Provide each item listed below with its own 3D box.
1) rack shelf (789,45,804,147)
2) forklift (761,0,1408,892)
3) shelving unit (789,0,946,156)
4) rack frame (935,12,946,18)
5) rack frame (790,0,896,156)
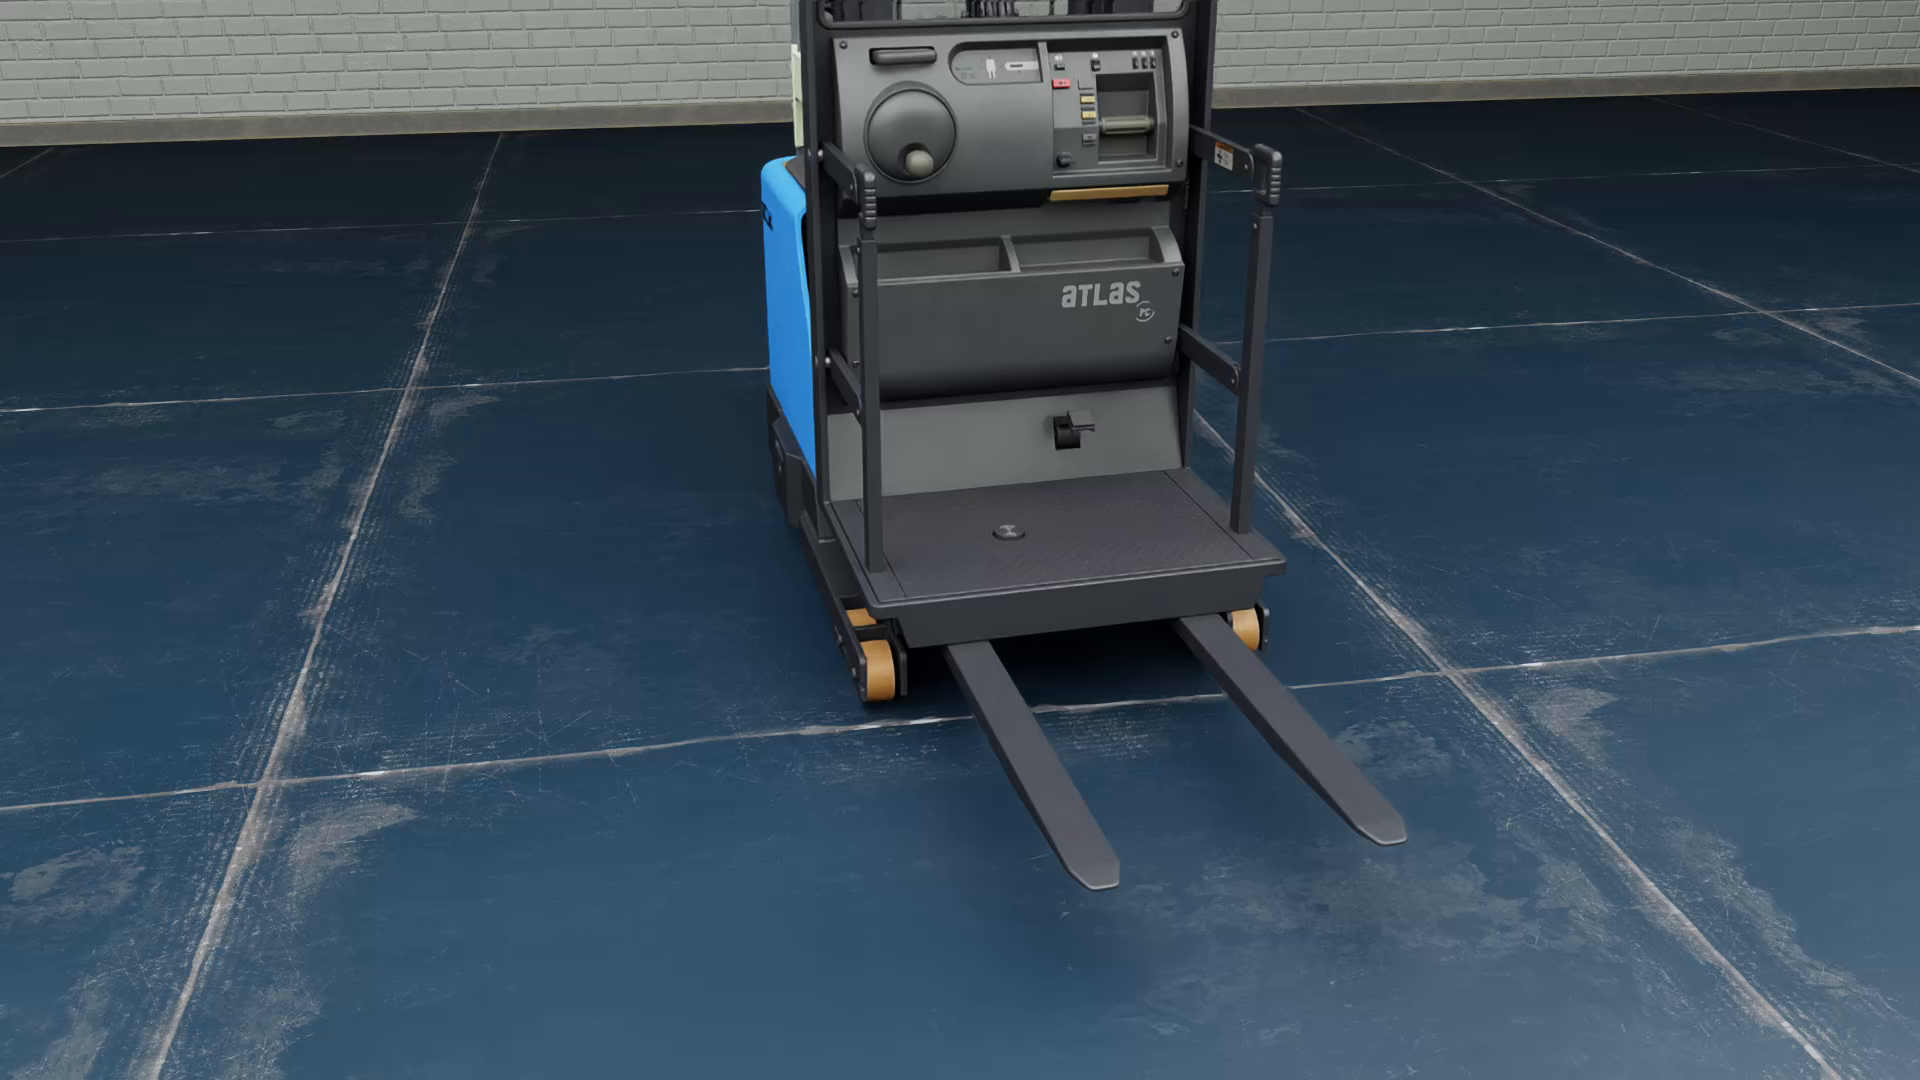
[{"bbox_3d":[-0.332,-1.530,5.904,0.431,0.370,0.720,-6,24,-13],"label":"rack shelf"},{"bbox_3d":[0.196,-1.093,4.090,1.130,2.935,3.031,-6,24,-13],"label":"forklift"},{"bbox_3d":[-0.332,-1.172,6.061,0.431,1.500,0.755,-6,24,-13],"label":"shelving unit"},{"bbox_3d":[-0.242,-1.031,5.736,0.400,1.500,0.023,-6,24,-13],"label":"rack frame"},{"bbox_3d":[-0.423,-1.314,6.386,0.400,1.500,0.023,-6,24,-13],"label":"rack frame"}]
